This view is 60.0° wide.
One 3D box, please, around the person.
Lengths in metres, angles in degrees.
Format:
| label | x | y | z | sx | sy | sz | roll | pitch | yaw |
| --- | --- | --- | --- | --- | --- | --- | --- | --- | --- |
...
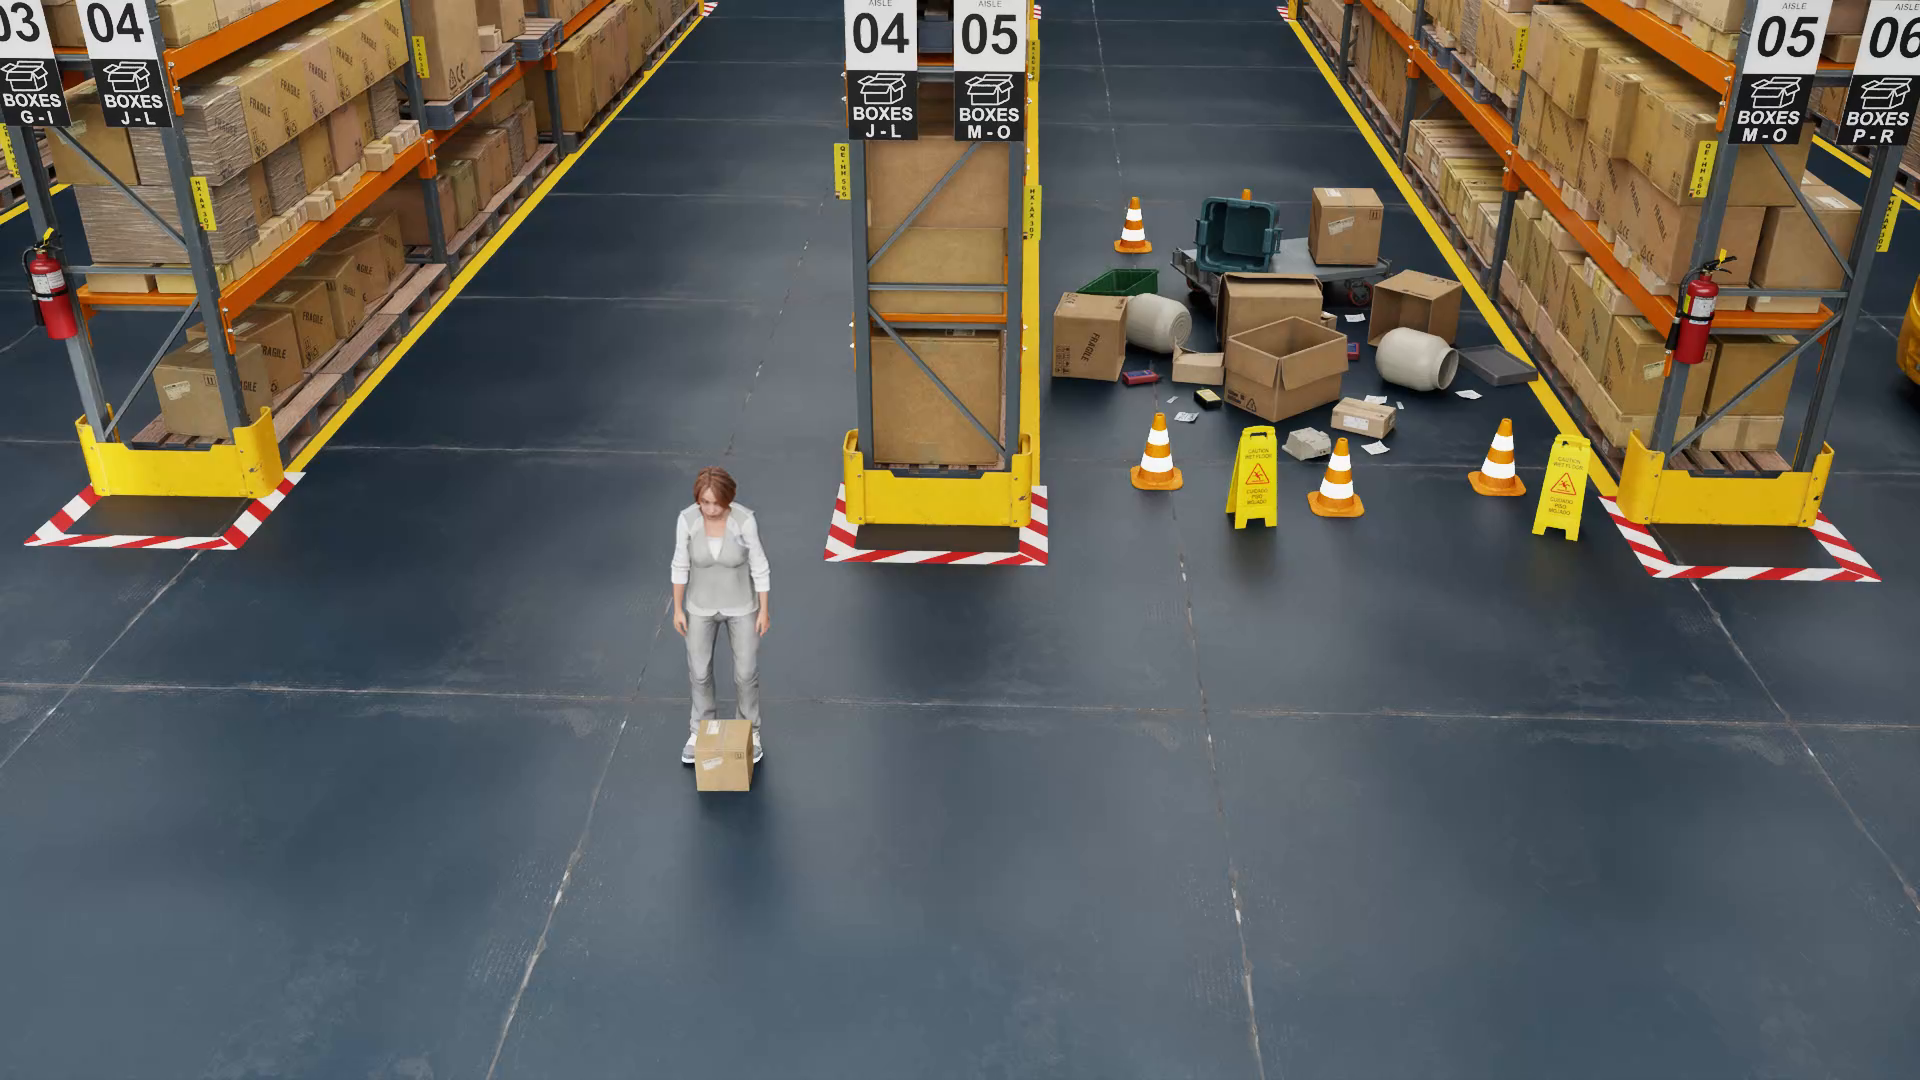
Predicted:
| label | x | y | z | sx | sy | sz | roll | pitch | yaw |
| --- | --- | --- | --- | --- | --- | --- | --- | --- | --- |
| person | -1.144 | 0.348 | 7.991 | 0.476 | 1.592 | 0.348 | 0 | 28 | 1 |
